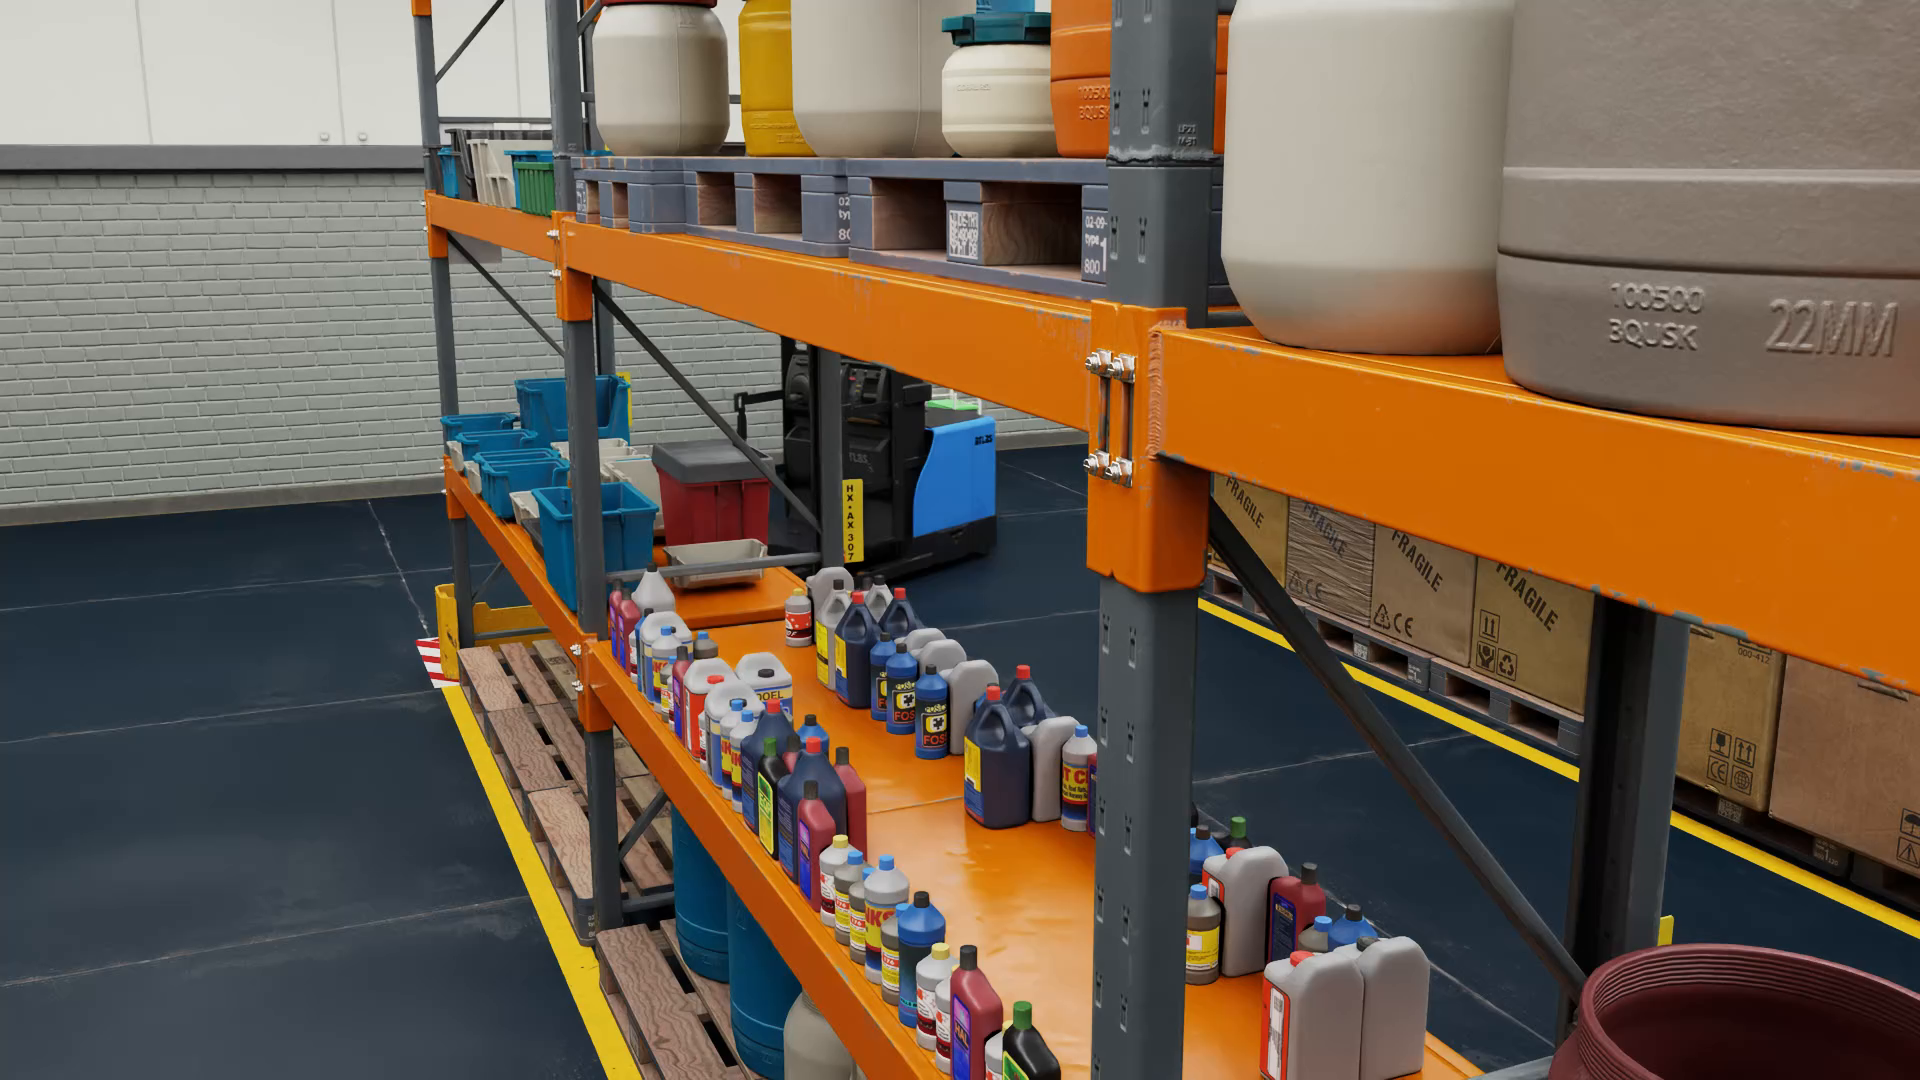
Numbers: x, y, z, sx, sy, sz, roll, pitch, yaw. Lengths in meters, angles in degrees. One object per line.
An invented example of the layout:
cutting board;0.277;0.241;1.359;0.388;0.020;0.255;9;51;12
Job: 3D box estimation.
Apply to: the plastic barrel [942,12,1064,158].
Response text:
plastic barrel;0.112;-0.869;3.195;0.301;0.262;0.301;0;13;0

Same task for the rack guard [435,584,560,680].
rack guard;-2.550;0.499;10.105;1.175;0.500;0.348;-6;14;-23

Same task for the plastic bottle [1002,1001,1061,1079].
plastic bottle;0.123;0.950;2.873;0.061;0.283;0.133;-6;14;-23

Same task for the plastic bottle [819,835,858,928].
plastic bottle;-0.272;0.776;3.807;0.097;0.201;0.097;0;13;0

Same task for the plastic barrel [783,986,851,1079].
plastic barrel;-0.296;1.504;4.806;0.421;0.512;0.421;0;13;0

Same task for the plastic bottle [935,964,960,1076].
plastic bottle;0.001;0.916;3.199;0.097;0.201;0.097;0;13;0

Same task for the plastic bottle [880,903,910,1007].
plastic bottle;-0.116;0.856;3.459;0.097;0.201;0.097;0;13;0

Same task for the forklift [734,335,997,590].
forklift;-1.015;-1.135;11.776;1.130;2.935;3.031;10;16;37

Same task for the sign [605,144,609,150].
sign;-2.031;-2.178;9.710;0.100;0.325;0.005;-6;14;-23

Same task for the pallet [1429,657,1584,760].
pallet;3.379;0.858;9.193;1.003;0.211;1.213;-6;14;-23

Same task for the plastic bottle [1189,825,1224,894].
plastic bottle;0.536;0.765;3.696;0.097;0.271;0.097;0;13;0

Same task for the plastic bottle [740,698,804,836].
plastic bottle;-0.488;0.578;4.328;0.144;0.351;0.185;-6;14;-23

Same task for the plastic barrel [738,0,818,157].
plastic barrel;-0.375;-1.476;5.094;0.600;0.588;0.600;0;13;0

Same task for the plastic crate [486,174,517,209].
plastic crate;-1.785;-1.450;6.914;0.293;0.136;0.466;-6;14;-23

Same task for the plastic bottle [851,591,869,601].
plastic bottle;-0.326;0.300;5.698;0.152;0.276;0.135;-6;14;-23

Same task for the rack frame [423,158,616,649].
rack frame;-2.529;-0.715;9.807;1.000;3.000;0.127;-6;14;-23

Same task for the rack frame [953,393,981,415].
rack frame;0.058;-0.575;13.194;0.240;1.200;0.015;-7;15;-27

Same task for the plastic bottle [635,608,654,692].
plastic bottle;-1.015;0.358;5.455;0.097;0.271;0.097;0;13;0

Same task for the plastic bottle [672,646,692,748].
plastic bottle;-0.815;0.466;4.963;0.061;0.283;0.133;-6;14;-23

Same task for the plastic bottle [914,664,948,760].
plastic bottle;-0.084;0.497;4.856;0.097;0.271;0.097;0;13;0

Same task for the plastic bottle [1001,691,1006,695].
plastic bottle;0.157;0.520;4.731;0.061;0.283;0.133;-6;14;-23

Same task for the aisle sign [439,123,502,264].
aisle sign;-2.830;-1.970;9.462;0.394;0.787;0.004;-6;14;-23

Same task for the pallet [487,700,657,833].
pallet;-1.749;1.069;8.283;1.003;0.211;1.213;-6;14;-23

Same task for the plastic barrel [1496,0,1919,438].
plastic barrel;0.806;-0.579;1.453;0.600;0.901;0.600;0;13;0

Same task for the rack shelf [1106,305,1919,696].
rack shelf;1.477;0.240;0.623;1.077;0.370;4.000;-6;14;-23

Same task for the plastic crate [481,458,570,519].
plastic crate;-2.084;-0.248;8.027;0.416;0.233;0.300;-6;14;-23

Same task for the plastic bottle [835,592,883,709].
plastic bottle;-0.317;0.347;5.328;0.144;0.351;0.185;-6;14;-23

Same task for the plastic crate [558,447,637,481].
plastic crate;-1.934;-0.402;8.908;0.396;0.136;0.243;-6;14;-23

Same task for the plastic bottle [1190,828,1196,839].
plastic bottle;0.538;0.766;3.847;0.097;0.201;0.097;0;13;0

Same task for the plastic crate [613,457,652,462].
plastic crate;-1.471;-0.262;8.086;0.416;0.233;0.300;-6;14;-23

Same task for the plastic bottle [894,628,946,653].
plastic bottle;-0.124;0.404;5.248;0.152;0.276;0.135;-6;14;-23

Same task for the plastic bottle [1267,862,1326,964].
plastic bottle;0.709;0.804;3.502;0.061;0.283;0.133;-6;14;-23

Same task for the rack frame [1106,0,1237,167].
rack frame;0.676;-1.985;1.989;1.000;3.000;0.127;-6;14;-23

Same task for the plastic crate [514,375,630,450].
plastic crate;-2.224;-0.709;9.570;0.616;0.435;0.499;-6;14;-23

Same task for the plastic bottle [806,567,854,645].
plastic bottle;-0.473;0.224;6.024;0.152;0.276;0.135;-6;14;-23

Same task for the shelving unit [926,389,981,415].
shelving unit;-0.053;-0.624;13.406;0.258;1.200;0.503;-7;15;-27

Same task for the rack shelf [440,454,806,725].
rack shelf;-1.728;0.049;8.103;1.077;0.370;4.000;-6;14;-23

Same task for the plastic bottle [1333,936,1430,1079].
plastic bottle;0.798;0.880;3.192;0.152;0.276;0.135;-6;14;-23

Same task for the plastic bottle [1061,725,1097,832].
plastic bottle;0.314;0.617;4.338;0.097;0.271;0.097;0;13;0

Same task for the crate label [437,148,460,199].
crate label;-2.455;-1.884;8.536;0.408;0.251;0.502;-6;14;-23

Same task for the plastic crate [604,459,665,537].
plastic crate;-1.370;-0.192;7.678;0.437;0.282;0.530;-6;14;-23

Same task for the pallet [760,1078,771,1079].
pallet;-0.163;1.886;4.755;1.003;0.211;1.213;-6;14;-23

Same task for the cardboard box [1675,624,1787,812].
cardboard box;3.886;0.625;7.798;1.225;0.875;0.875;-6;14;-23

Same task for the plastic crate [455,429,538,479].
plastic crate;-2.468;-0.446;8.882;0.416;0.233;0.300;-6;14;-23

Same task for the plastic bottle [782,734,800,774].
plastic bottle;-0.407;0.642;4.201;0.061;0.283;0.133;-6;14;-23

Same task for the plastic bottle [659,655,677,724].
plastic bottle;-0.883;0.460;5.169;0.097;0.201;0.097;0;13;0

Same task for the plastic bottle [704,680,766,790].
plastic bottle;-0.627;0.541;4.655;0.152;0.276;0.135;-6;14;-23

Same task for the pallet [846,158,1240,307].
pallet;0.459;-0.598;3.070;1.003;0.211;1.213;-6;14;-23

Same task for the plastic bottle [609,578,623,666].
plastic bottle;-1.171;0.283;5.755;0.061;0.283;0.133;-6;14;-23

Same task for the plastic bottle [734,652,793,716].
plastic bottle;-0.580;0.479;4.921;0.152;0.276;0.135;-6;14;-23

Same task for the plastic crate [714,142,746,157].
plastic crate;-1.173;-1.568;7.129;0.497;0.269;0.590;-6;14;-23

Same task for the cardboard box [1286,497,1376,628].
cardboard box;2.703;-0.019;10.580;0.875;0.875;0.875;-6;14;-23
